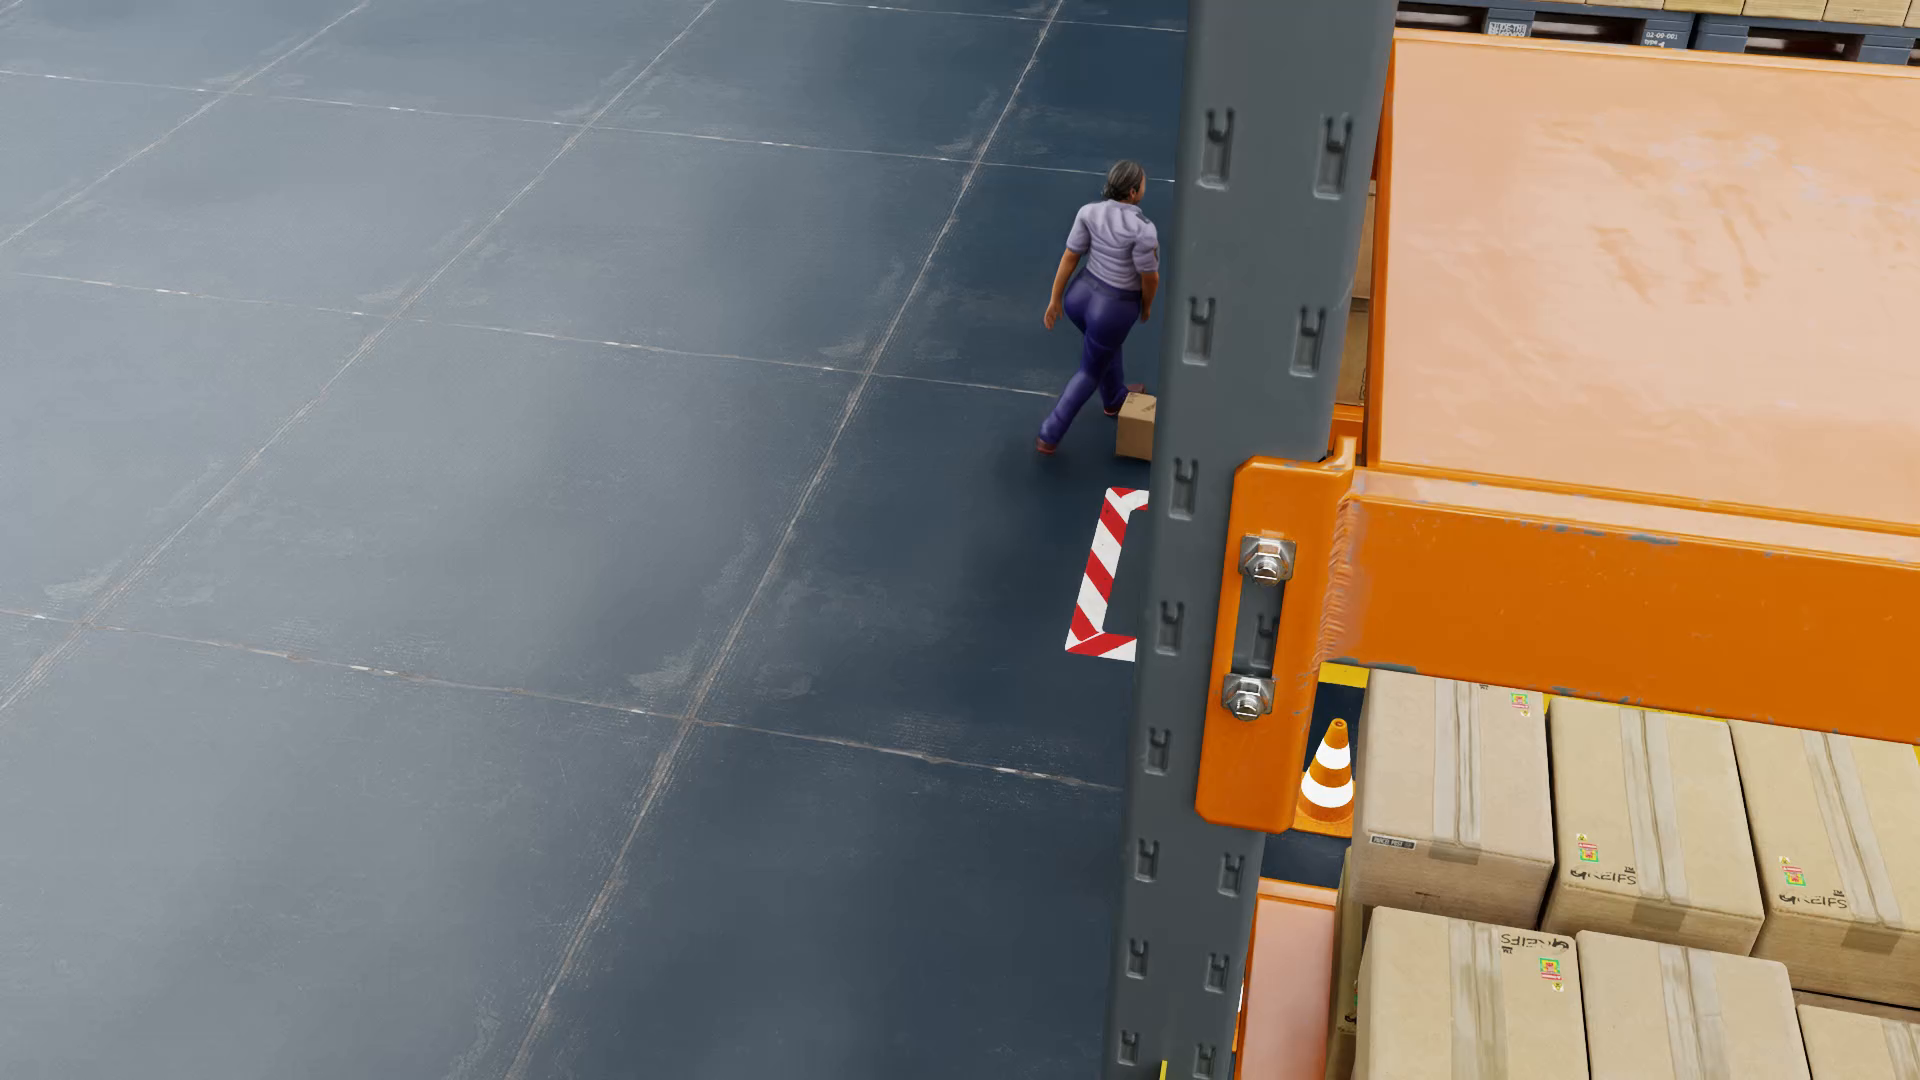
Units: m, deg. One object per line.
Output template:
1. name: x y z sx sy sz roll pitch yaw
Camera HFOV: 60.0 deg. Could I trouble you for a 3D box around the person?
1. person: 0.768 -1.202 8.593 0.515 1.594 0.948 30 46 34
